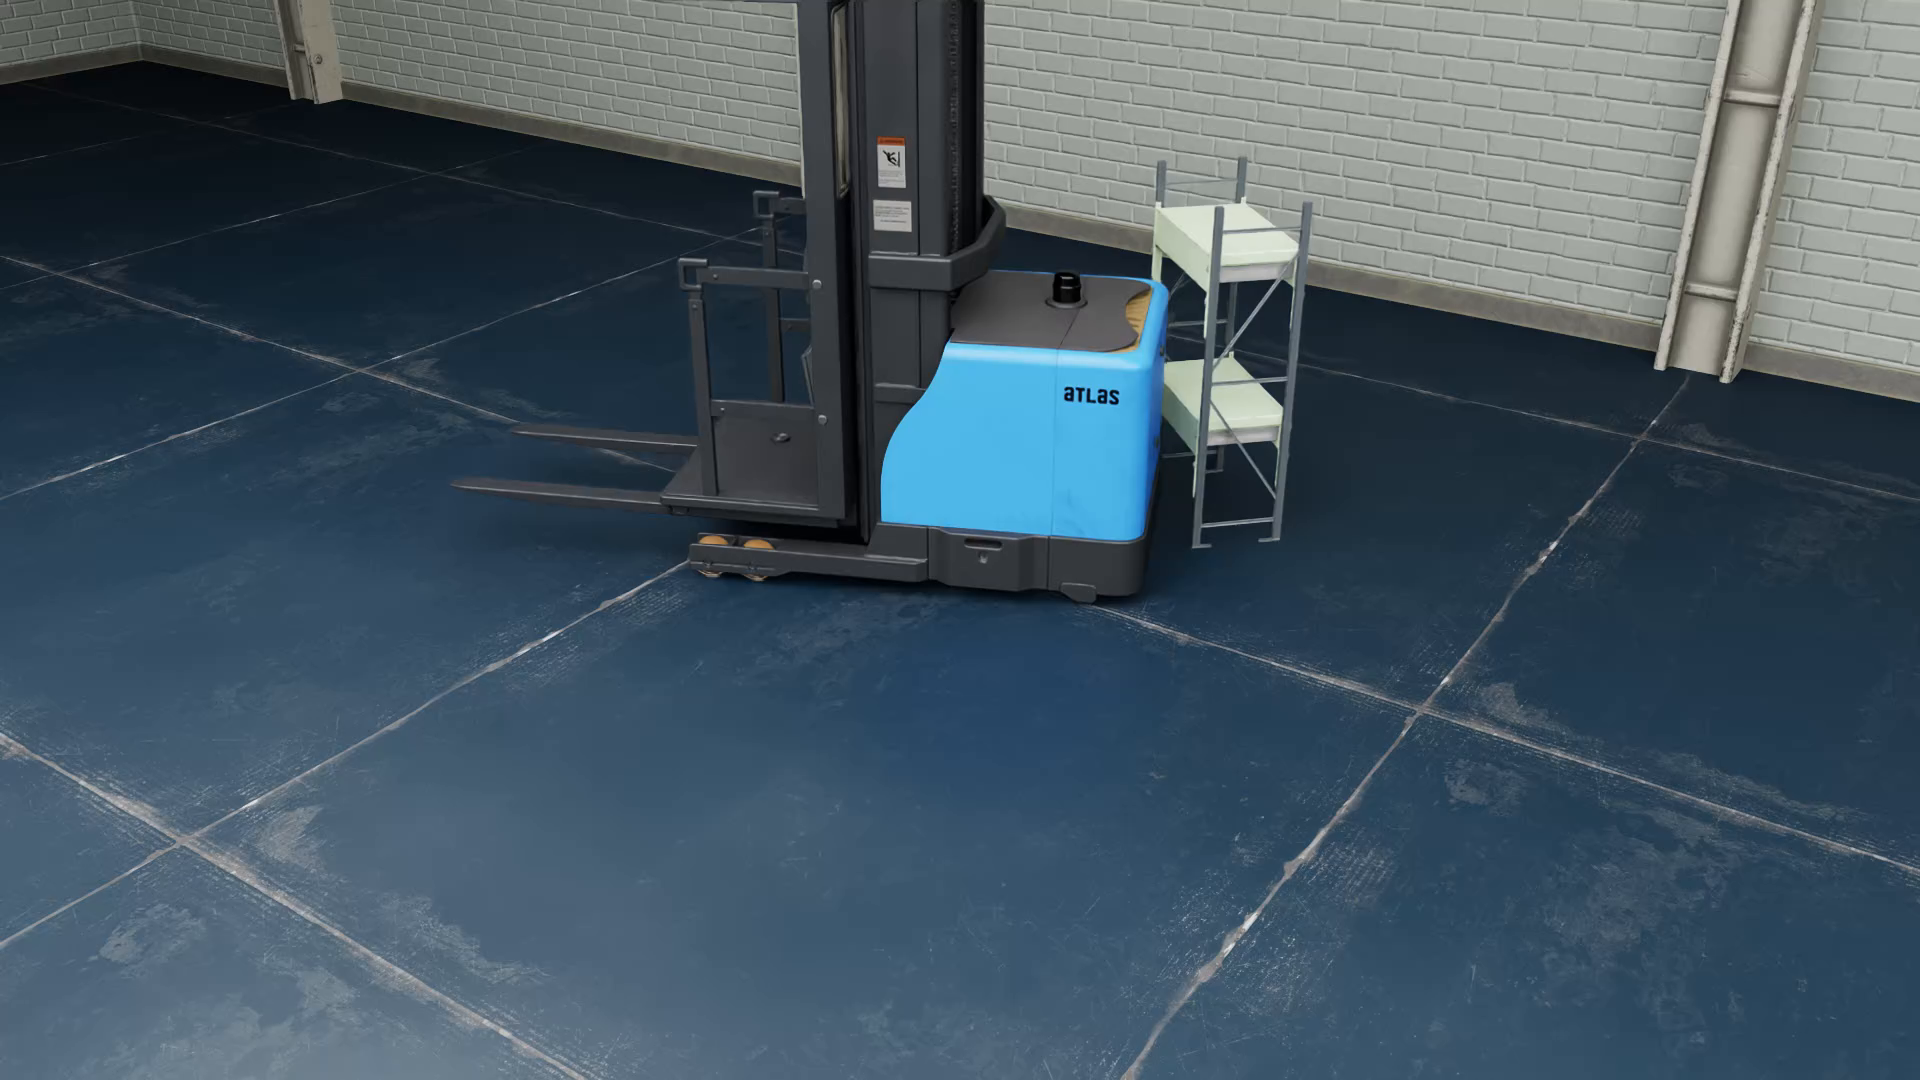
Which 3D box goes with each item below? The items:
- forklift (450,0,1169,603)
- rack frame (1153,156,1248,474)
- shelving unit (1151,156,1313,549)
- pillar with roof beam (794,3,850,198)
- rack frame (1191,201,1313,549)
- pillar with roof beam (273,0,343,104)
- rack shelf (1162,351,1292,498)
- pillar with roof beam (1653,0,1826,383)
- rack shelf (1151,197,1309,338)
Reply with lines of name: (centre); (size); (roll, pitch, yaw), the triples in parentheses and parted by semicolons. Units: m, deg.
forklift: (-0.669, -1.368, 6.707); (3.031, 2.935, 1.130); (5, 27, 9)
rack frame: (1.048, -0.977, 7.515); (0.400, 1.500, 0.023); (-5, 27, -10)
shelving unit: (1.121, -0.814, 7.196); (0.431, 1.500, 0.755); (-5, 27, -10)
pillar with roof beam: (-3.342, -4.887, 6.931); (0.400, 9.000, 9.100); (17, 32, 30)
rack frame: (1.195, -0.651, 6.876); (0.400, 1.500, 0.023); (-5, 27, -10)
pillar with roof beam: (-8.287, -6.427, 9.958); (0.400, 9.000, 9.100); (17, 32, 30)
rack shelf: (1.121, -0.523, 7.344); (0.431, 0.370, 0.720); (-5, 27, -10)
pillar with roof beam: (1.604, -3.346, 3.903); (0.400, 9.000, 9.100); (17, 32, 30)
rack shelf: (1.121, -1.162, 7.019); (0.431, 0.370, 0.720); (-5, 27, -10)
